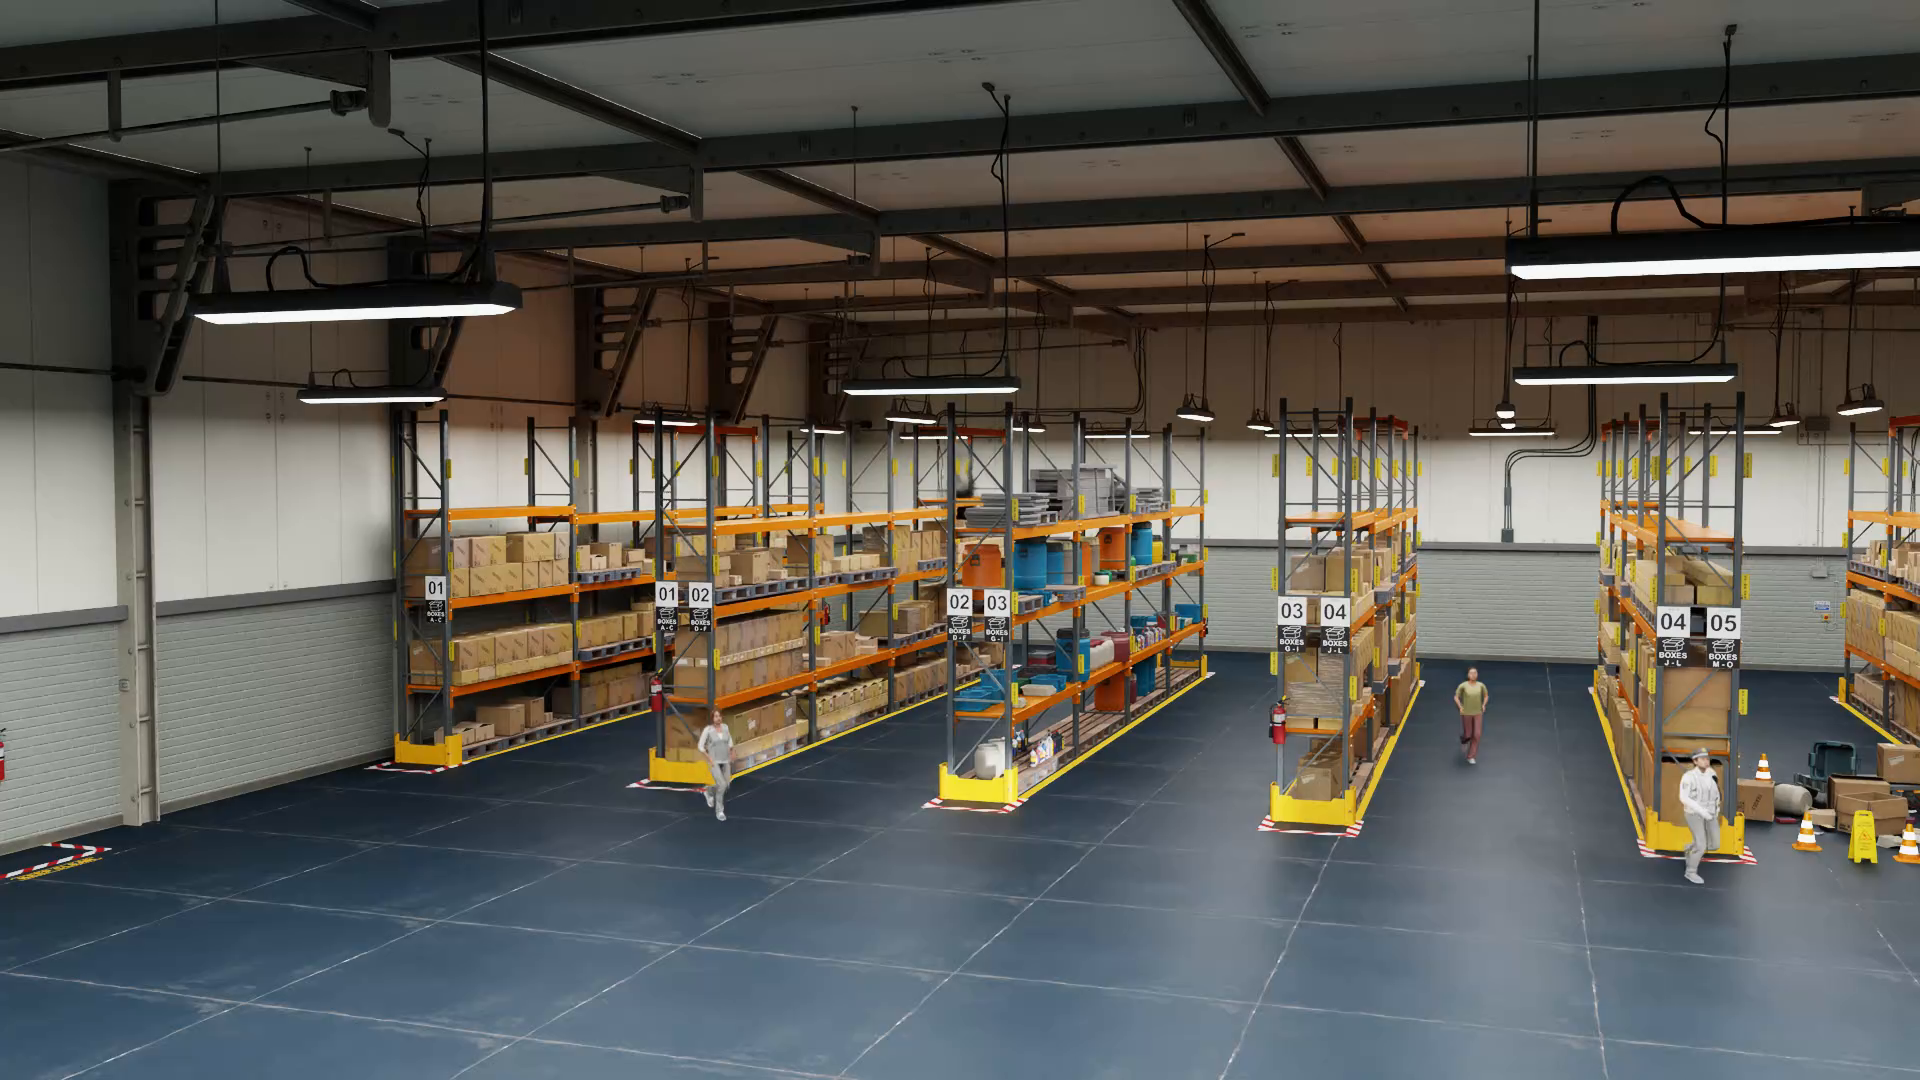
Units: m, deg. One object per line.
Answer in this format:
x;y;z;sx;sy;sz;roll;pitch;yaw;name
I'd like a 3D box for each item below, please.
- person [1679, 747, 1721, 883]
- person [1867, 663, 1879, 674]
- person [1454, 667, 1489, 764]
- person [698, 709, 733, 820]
8.976;3.318;20.134;0.635;1.661;0.614;-1;3;-15;person
20.138;2.615;36.519;0.656;1.682;0.758;-2;3;-37;person
8.742;2.972;28.384;0.579;1.628;0.677;0;2;6;person
-3.508;3.205;23.882;0.535;1.577;0.579;-2;3;-36;person
